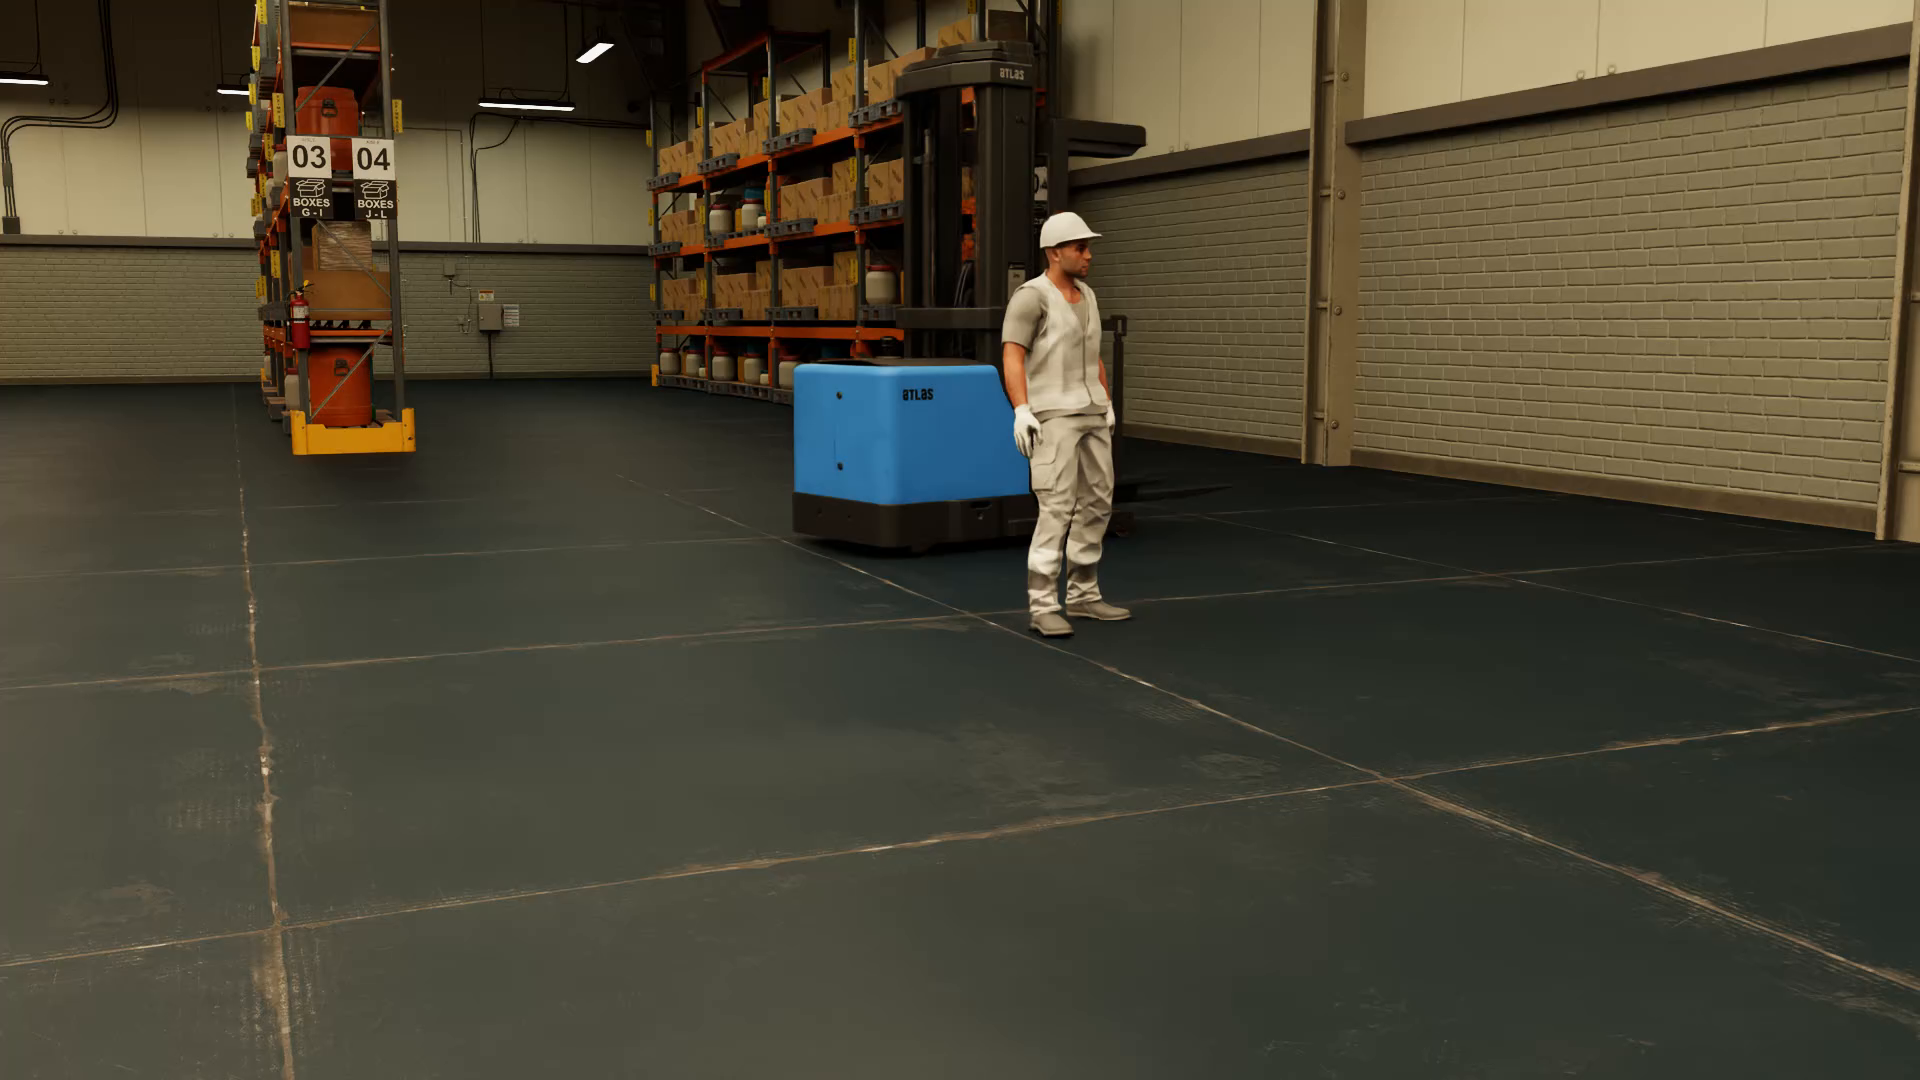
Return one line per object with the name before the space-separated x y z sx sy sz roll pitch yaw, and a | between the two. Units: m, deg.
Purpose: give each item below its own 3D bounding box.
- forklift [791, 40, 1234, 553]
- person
forklift | 0.457 -1.509 10.386 3.031 2.935 1.130 -6 10 -38
person | 0.481 -0.511 7.215 0.462 1.791 0.722 7 10 43
